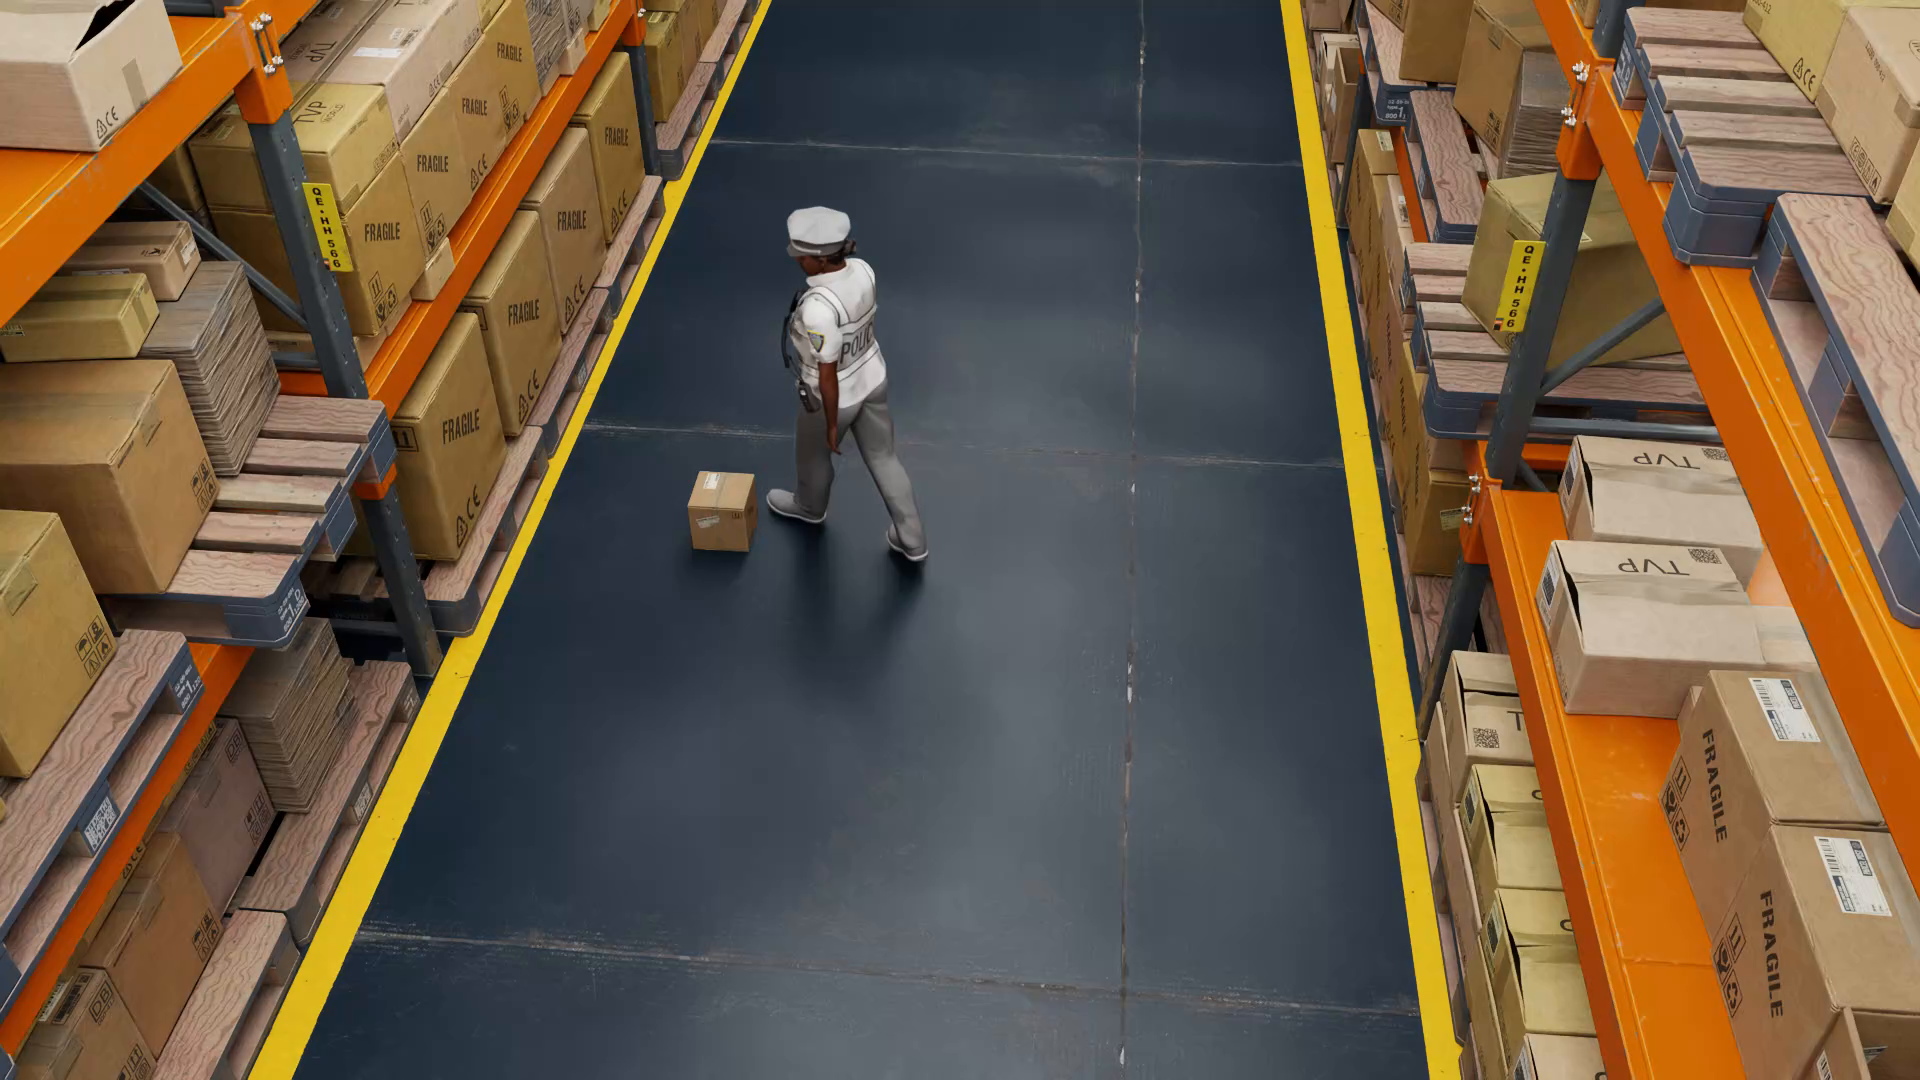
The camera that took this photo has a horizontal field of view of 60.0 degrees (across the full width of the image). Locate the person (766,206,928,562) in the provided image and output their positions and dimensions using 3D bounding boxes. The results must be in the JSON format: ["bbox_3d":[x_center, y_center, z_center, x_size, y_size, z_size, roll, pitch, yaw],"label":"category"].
[{"bbox_3d":[-0.488,-0.655,6.927,0.865,1.623,0.536,25,46,27],"label":"person"}]
